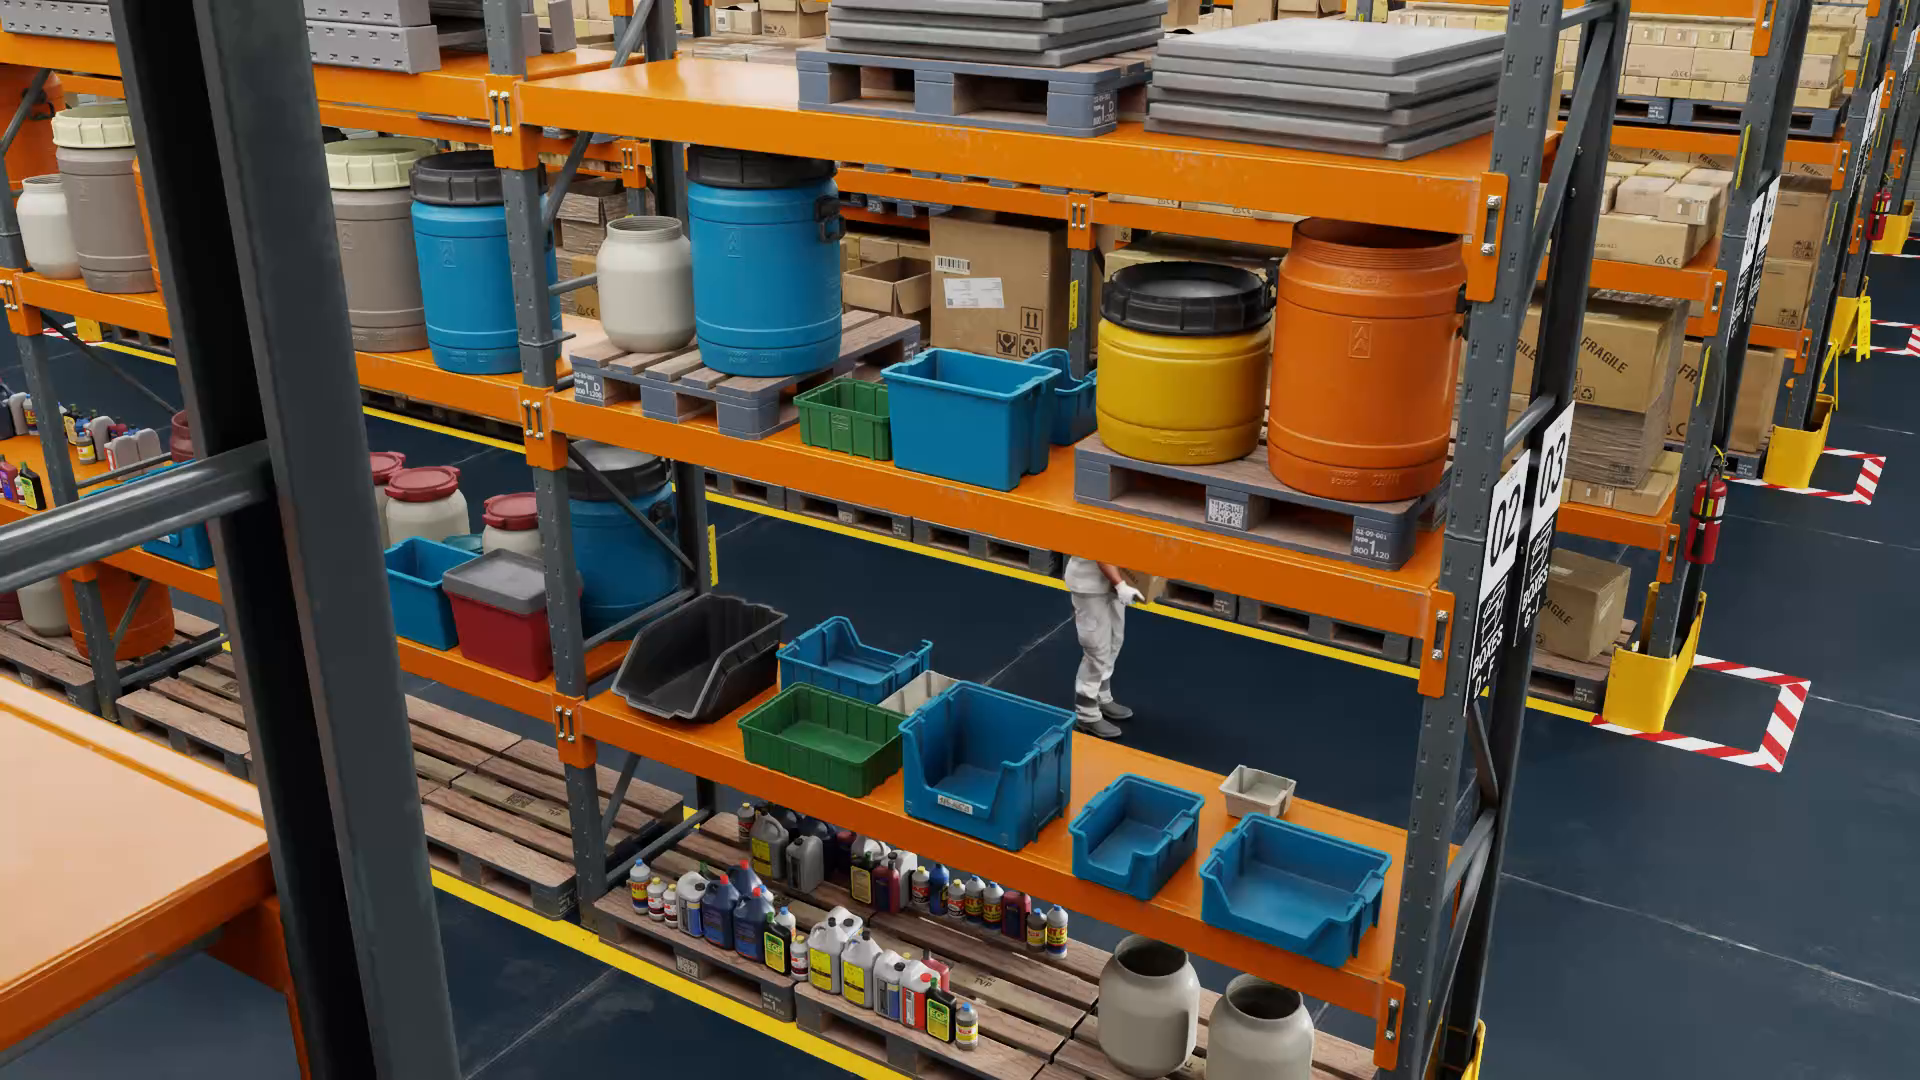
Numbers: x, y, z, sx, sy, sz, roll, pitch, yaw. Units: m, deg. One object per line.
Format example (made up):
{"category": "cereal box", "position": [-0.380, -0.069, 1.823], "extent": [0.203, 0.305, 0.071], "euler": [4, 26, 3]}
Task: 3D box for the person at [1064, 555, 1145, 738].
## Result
{"category": "person", "position": [0.901, 0.302, 9.844], "extent": [0.563, 1.783, 0.494], "euler": [14, 26, 29]}
